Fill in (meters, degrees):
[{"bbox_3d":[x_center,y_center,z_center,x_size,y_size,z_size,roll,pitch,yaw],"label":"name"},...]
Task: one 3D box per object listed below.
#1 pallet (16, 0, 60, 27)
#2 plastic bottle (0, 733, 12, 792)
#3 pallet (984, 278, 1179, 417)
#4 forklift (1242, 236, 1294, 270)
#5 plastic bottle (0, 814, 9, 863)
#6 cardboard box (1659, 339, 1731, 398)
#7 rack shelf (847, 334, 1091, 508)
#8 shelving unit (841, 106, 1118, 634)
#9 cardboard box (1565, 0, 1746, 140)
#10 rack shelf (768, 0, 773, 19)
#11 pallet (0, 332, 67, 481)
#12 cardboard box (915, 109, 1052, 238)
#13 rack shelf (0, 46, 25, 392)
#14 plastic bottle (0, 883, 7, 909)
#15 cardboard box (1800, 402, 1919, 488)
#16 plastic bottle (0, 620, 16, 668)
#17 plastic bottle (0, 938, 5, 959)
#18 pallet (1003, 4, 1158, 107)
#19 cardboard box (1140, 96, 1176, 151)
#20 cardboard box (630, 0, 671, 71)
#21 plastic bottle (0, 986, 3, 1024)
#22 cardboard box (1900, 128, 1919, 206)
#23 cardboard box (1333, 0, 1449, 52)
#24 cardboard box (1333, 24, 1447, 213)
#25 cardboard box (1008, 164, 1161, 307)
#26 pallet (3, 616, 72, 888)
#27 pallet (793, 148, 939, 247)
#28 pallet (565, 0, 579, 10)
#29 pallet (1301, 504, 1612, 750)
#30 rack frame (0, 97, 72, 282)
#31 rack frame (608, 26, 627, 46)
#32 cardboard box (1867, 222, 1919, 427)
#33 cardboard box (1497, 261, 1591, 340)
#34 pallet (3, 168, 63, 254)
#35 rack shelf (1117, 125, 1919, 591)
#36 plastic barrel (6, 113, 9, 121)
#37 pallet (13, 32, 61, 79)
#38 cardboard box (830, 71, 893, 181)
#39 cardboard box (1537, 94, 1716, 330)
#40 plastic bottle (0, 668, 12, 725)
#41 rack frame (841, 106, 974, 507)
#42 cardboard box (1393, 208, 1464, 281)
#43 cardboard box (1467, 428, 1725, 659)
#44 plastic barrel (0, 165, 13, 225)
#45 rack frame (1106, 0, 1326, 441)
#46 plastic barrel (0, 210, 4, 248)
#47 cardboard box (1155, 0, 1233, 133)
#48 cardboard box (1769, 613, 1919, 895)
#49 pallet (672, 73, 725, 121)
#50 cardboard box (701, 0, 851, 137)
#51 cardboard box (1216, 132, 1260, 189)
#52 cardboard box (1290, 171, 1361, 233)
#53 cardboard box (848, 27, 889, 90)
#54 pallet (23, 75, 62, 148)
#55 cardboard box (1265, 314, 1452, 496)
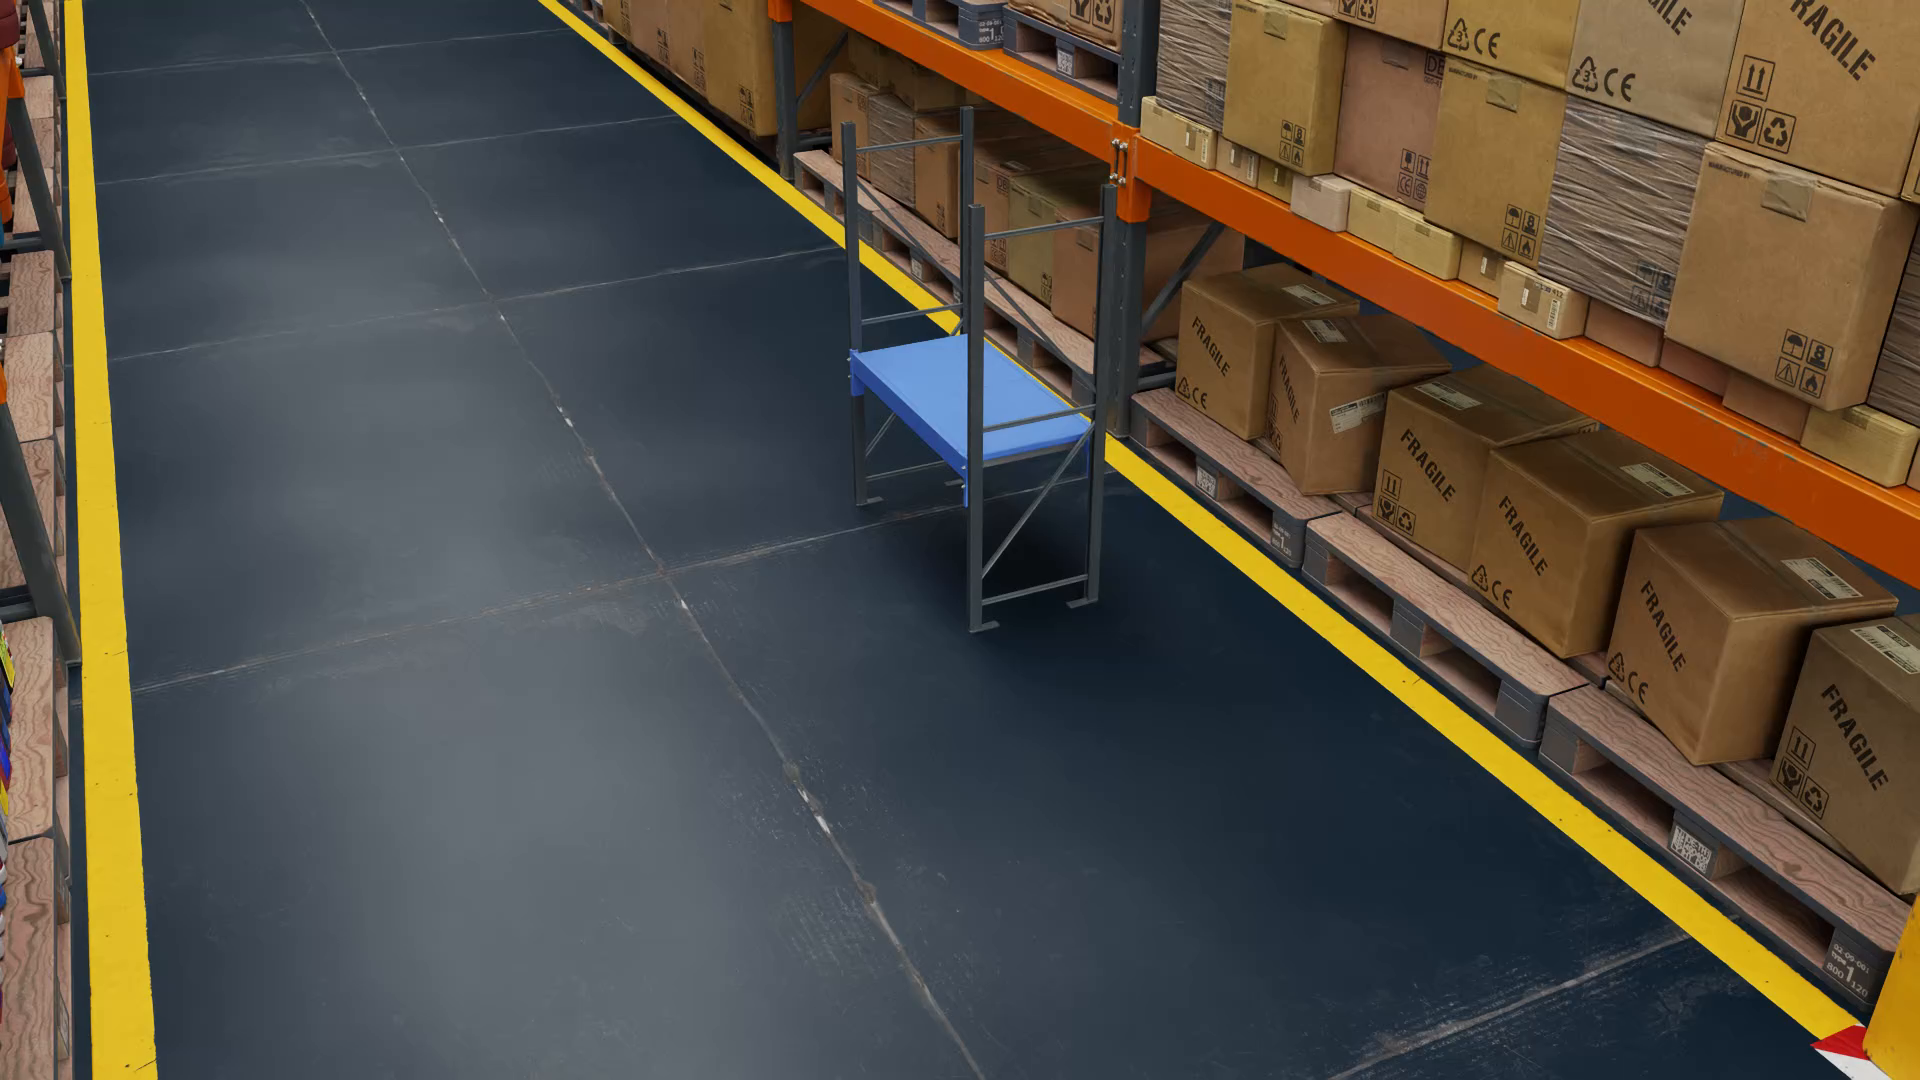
[{"bbox_3d":[-8.219,-4.529,14.112,1.003,0.211,1.213,-13,32,-22],"label":"pallet"},{"bbox_3d":[-2.660,0.548,4.534,0.061,0.283,0.133,-11,31,-19],"label":"plastic bottle"},{"bbox_3d":[0.751,-0.985,7.790,1.003,0.211,1.213,-13,32,-22],"label":"pallet"},{"bbox_3d":[1.487,-3.357,9.240,1.130,2.935,3.031,-3,29,-5],"label":"forklift"},{"bbox_3d":[-2.563,0.703,4.265,0.152,0.276,0.135,-12,32,-21],"label":"plastic bottle"},{"bbox_3d":[2.071,-0.506,4.343,0.380,0.149,0.250,-13,32,-22],"label":"cardboard box"},{"bbox_3d":[0.037,-0.460,5.904,0.538,0.185,1.000,-13,32,-22],"label":"rack shelf"},{"bbox_3d":[0.037,-0.616,5.816,0.538,1.500,1.048,-13,32,-22],"label":"shelving unit"},{"bbox_3d":[1.912,-1.332,4.130,0.500,0.500,0.500,-13,32,-22],"label":"cardboard box"},{"bbox_3d":[-1.489,-4.194,11.398,1.077,0.370,4.000,-13,32,-22],"label":"rack shelf"},{"bbox_3d":[-4.287,-0.479,6.889,1.003,0.211,1.213,-13,32,-22],"label":"pallet"},{"bbox_3d":[0.174,-1.943,8.754,0.700,0.500,0.500,-10,31,-18],"label":"cardboard box"},{"bbox_3d":[-4.245,-1.387,6.392,1.077,0.370,4.000,-13,32,-22],"label":"rack shelf"},{"bbox_3d":[-2.443,0.796,4.103,0.097,0.271,0.097,0,29,0],"label":"plastic bottle"},{"bbox_3d":[2.234,-0.273,3.928,0.380,0.149,0.250,-13,32,-22],"label":"cardboard box"},{"bbox_3d":[-2.950,0.306,5.048,0.097,0.201,0.097,0,29,0],"label":"plastic bottle"},{"bbox_3d":[-2.356,0.886,3.943,0.097,0.271,0.097,0,29,0],"label":"plastic bottle"},{"bbox_3d":[0.890,-2.142,7.199,1.003,0.211,1.213,-13,32,-22],"label":"pallet"},{"bbox_3d":[0.907,-1.590,6.275,0.380,0.149,0.250,-13,32,-22],"label":"cardboard box"},{"bbox_3d":[-1.671,-3.975,12.014,1.225,0.875,0.875,-14,32,-24],"label":"cardboard box"},{"bbox_3d":[-2.247,0.972,3.776,0.061,0.283,0.133,-13,32,-21],"label":"plastic bottle"},{"bbox_3d":[2.345,-0.891,3.343,0.500,0.500,0.500,-13,32,-22],"label":"cardboard box"},{"bbox_3d":[1.480,-1.773,4.916,0.500,0.500,0.500,-13,32,-22],"label":"cardboard box"},{"bbox_3d":[1.712,-1.391,5.257,0.875,0.500,0.500,-13,32,-22],"label":"cardboard box"},{"bbox_3d":[0.655,-1.449,7.874,0.700,0.500,0.500,-13,32,-22],"label":"cardboard box"},{"bbox_3d":[-3.136,0.704,4.778,1.003,0.211,1.213,-13,32,-22],"label":"pallet"},{"bbox_3d":[-0.296,-2.062,9.712,1.003,0.211,1.213,-13,32,-22],"label":"pallet"},{"bbox_3d":[-3.131,-5.067,15.070,1.003,0.211,1.213,-13,32,-22],"label":"pallet"},{"bbox_3d":[1.935,0.188,5.699,1.003,0.211,1.213,-13,32,-22],"label":"pallet"},{"bbox_3d":[-5.104,-2.584,7.792,1.000,3.000,0.127,-13,32,-22],"label":"rack frame"},{"bbox_3d":[-2.348,-5.391,12.797,1.000,3.000,0.127,-13,32,-22],"label":"rack frame"},{"bbox_3d":[2.592,-0.512,3.691,0.875,0.500,0.500,-13,32,-22],"label":"cardboard box"},{"bbox_3d":[1.756,-0.704,4.695,0.380,0.149,0.250,-13,32,-22],"label":"cardboard box"},{"bbox_3d":[-5.480,-1.707,9.079,1.003,0.211,1.213,-13,32,-22],"label":"pallet"},{"bbox_3d":[1.945,-0.660,5.096,1.077,0.370,4.000,-13,32,-22],"label":"rack shelf"},{"bbox_3d":[-6.299,-3.062,10.361,0.600,0.901,0.708,-13,32,-22],"label":"plastic barrel"},{"bbox_3d":[-7.172,-3.452,12.190,1.003,0.211,1.213,-13,32,-22],"label":"pallet"},{"bbox_3d":[-0.325,-2.434,9.630,0.700,0.500,0.500,-15,33,-25],"label":"cardboard box"},{"bbox_3d":[2.094,-0.938,4.450,0.875,0.500,0.500,-13,32,-22],"label":"cardboard box"},{"bbox_3d":[-2.850,0.370,4.782,0.144,0.351,0.185,-14,32,-23],"label":"plastic bottle"},{"bbox_3d":[-0.182,-0.841,6.216,0.500,1.500,0.032,-13,32,-22],"label":"rack frame"},{"bbox_3d":[1.563,-0.930,5.098,0.380,0.149,0.250,-13,32,-22],"label":"cardboard box"},{"bbox_3d":[2.012,0.000,5.309,0.500,0.500,0.500,-10,31,-17],"label":"cardboard box"},{"bbox_3d":[-5.329,-2.033,8.599,0.600,0.830,0.708,-13,32,-22],"label":"plastic barrel"},{"bbox_3d":[1.087,-1.857,6.495,1.000,3.000,0.127,-13,32,-22],"label":"rack frame"},{"bbox_3d":[-3.279,-1.270,4.936,0.600,0.901,0.708,-13,32,-22],"label":"plastic barrel"},{"bbox_3d":[1.224,-1.819,6.020,0.875,0.500,0.500,-13,32,-22],"label":"cardboard box"},{"bbox_3d":[2.551,0.537,4.351,0.500,0.500,0.500,-7,30,-13],"label":"cardboard box"},{"bbox_3d":[-1.421,-3.310,11.937,1.003,0.211,1.213,-13,32,-22],"label":"pallet"},{"bbox_3d":[-0.908,-3.190,10.615,1.225,0.875,0.875,-15,32,-24],"label":"cardboard box"},{"bbox_3d":[1.135,-1.372,5.886,0.380,0.149,0.250,-13,32,-22],"label":"cardboard box"},{"bbox_3d":[1.321,-1.144,5.481,0.380,0.149,0.250,-13,32,-22],"label":"cardboard box"},{"bbox_3d":[-0.316,-2.763,9.450,0.500,0.250,0.500,-12,31,-20],"label":"cardboard box"},{"bbox_3d":[-6.528,-2.785,11.001,1.003,0.211,1.213,-13,32,-22],"label":"pallet"},{"bbox_3d":[1.475,-0.514,6.226,0.500,0.500,0.500,-3,29,-6],"label":"cardboard box"}]
